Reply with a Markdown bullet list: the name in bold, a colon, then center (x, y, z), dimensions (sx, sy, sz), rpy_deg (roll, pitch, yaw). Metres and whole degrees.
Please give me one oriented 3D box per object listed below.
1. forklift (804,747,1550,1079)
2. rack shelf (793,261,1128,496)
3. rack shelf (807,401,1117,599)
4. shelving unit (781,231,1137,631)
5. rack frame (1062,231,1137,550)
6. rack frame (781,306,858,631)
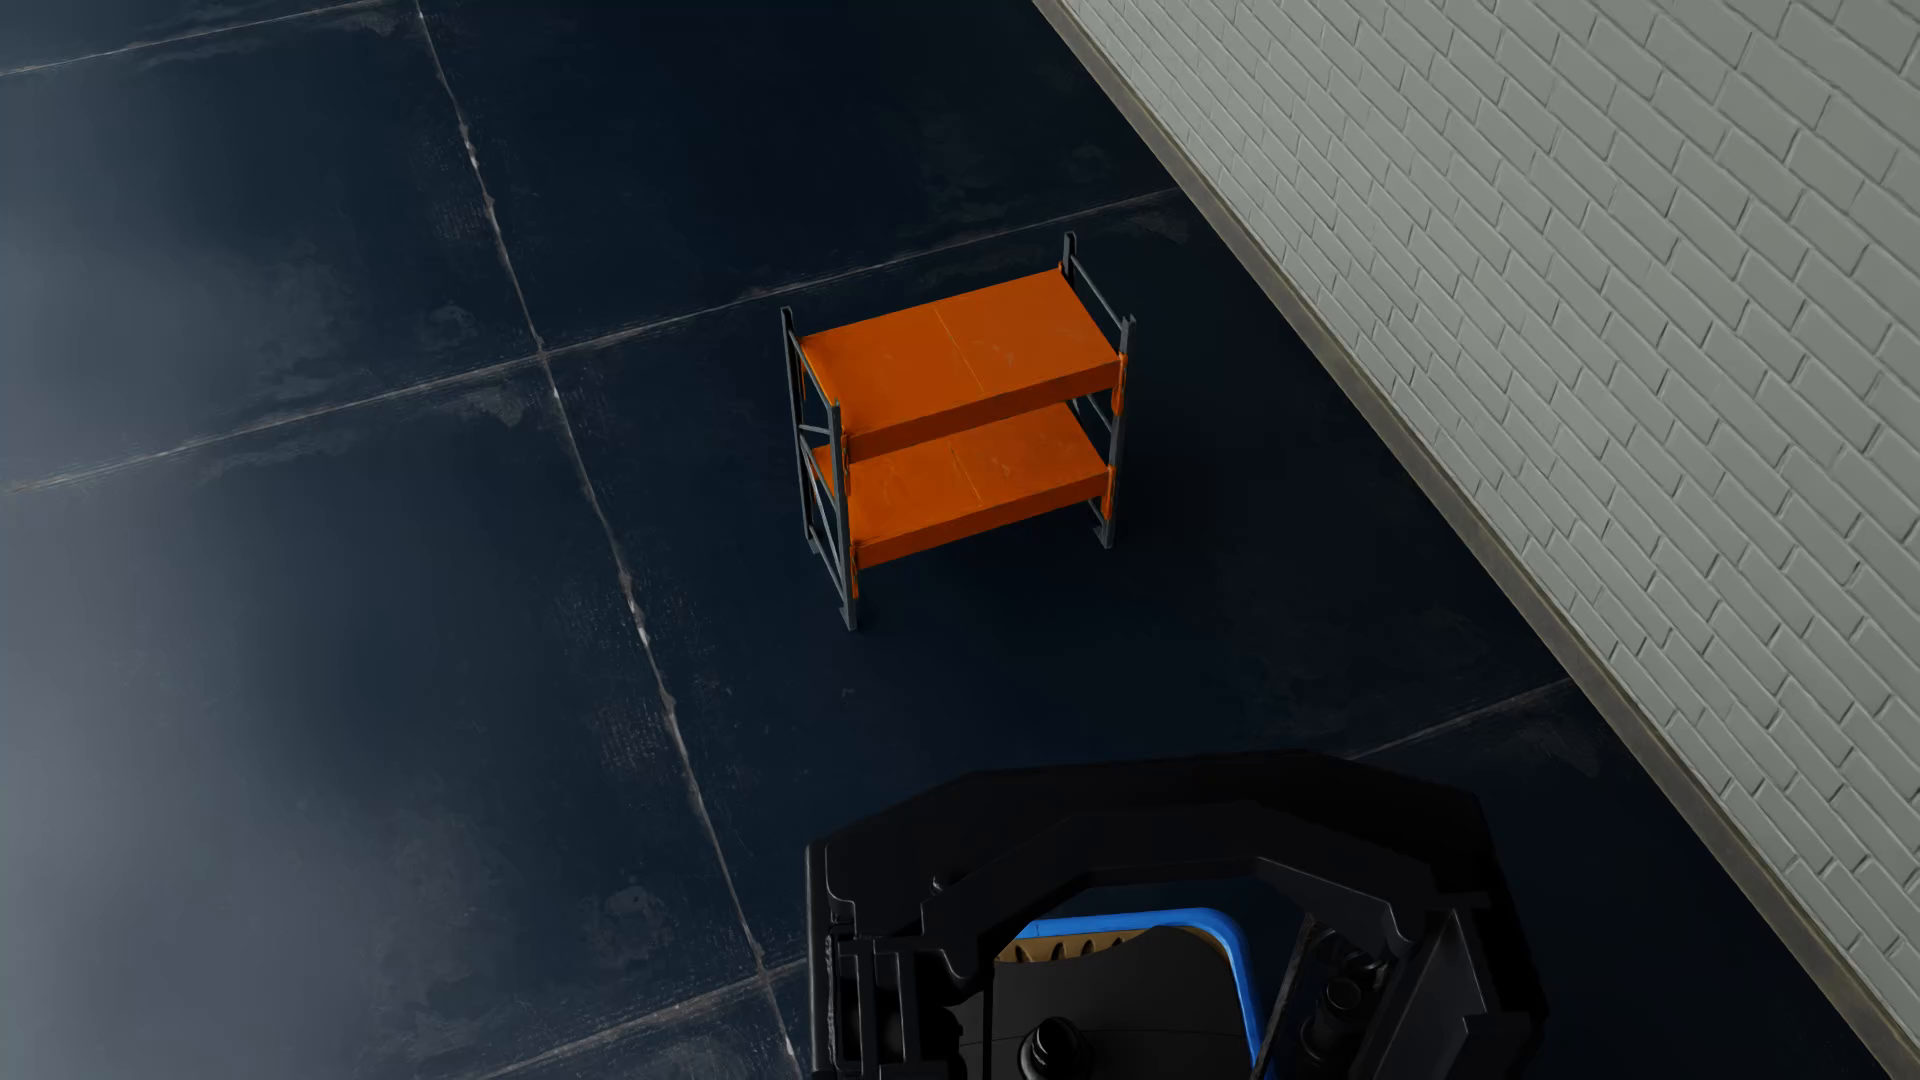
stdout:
- **forklift**: center (0.313, 1.789, 2.782), dimensions (1.130, 2.935, 3.031), rpy_deg (-4, 49, -3)
- **rack shelf**: center (-0.006, -0.555, 5.600), dimensions (1.000, 0.278, 0.538), rpy_deg (-17, 52, -14)
- **rack shelf**: center (-0.006, -0.205, 6.007), dimensions (1.000, 0.278, 0.538), rpy_deg (-17, 52, -14)
- **shelving unit**: center (-0.006, -0.365, 5.822), dimensions (1.048, 1.125, 0.538), rpy_deg (-17, 52, -14)
- **rack frame**: center (0.464, -0.510, 5.947), dimensions (0.032, 1.125, 0.500), rpy_deg (-17, 52, -14)
- **rack frame**: center (-0.477, -0.219, 5.696), dimensions (0.032, 1.125, 0.500), rpy_deg (-17, 52, -14)
